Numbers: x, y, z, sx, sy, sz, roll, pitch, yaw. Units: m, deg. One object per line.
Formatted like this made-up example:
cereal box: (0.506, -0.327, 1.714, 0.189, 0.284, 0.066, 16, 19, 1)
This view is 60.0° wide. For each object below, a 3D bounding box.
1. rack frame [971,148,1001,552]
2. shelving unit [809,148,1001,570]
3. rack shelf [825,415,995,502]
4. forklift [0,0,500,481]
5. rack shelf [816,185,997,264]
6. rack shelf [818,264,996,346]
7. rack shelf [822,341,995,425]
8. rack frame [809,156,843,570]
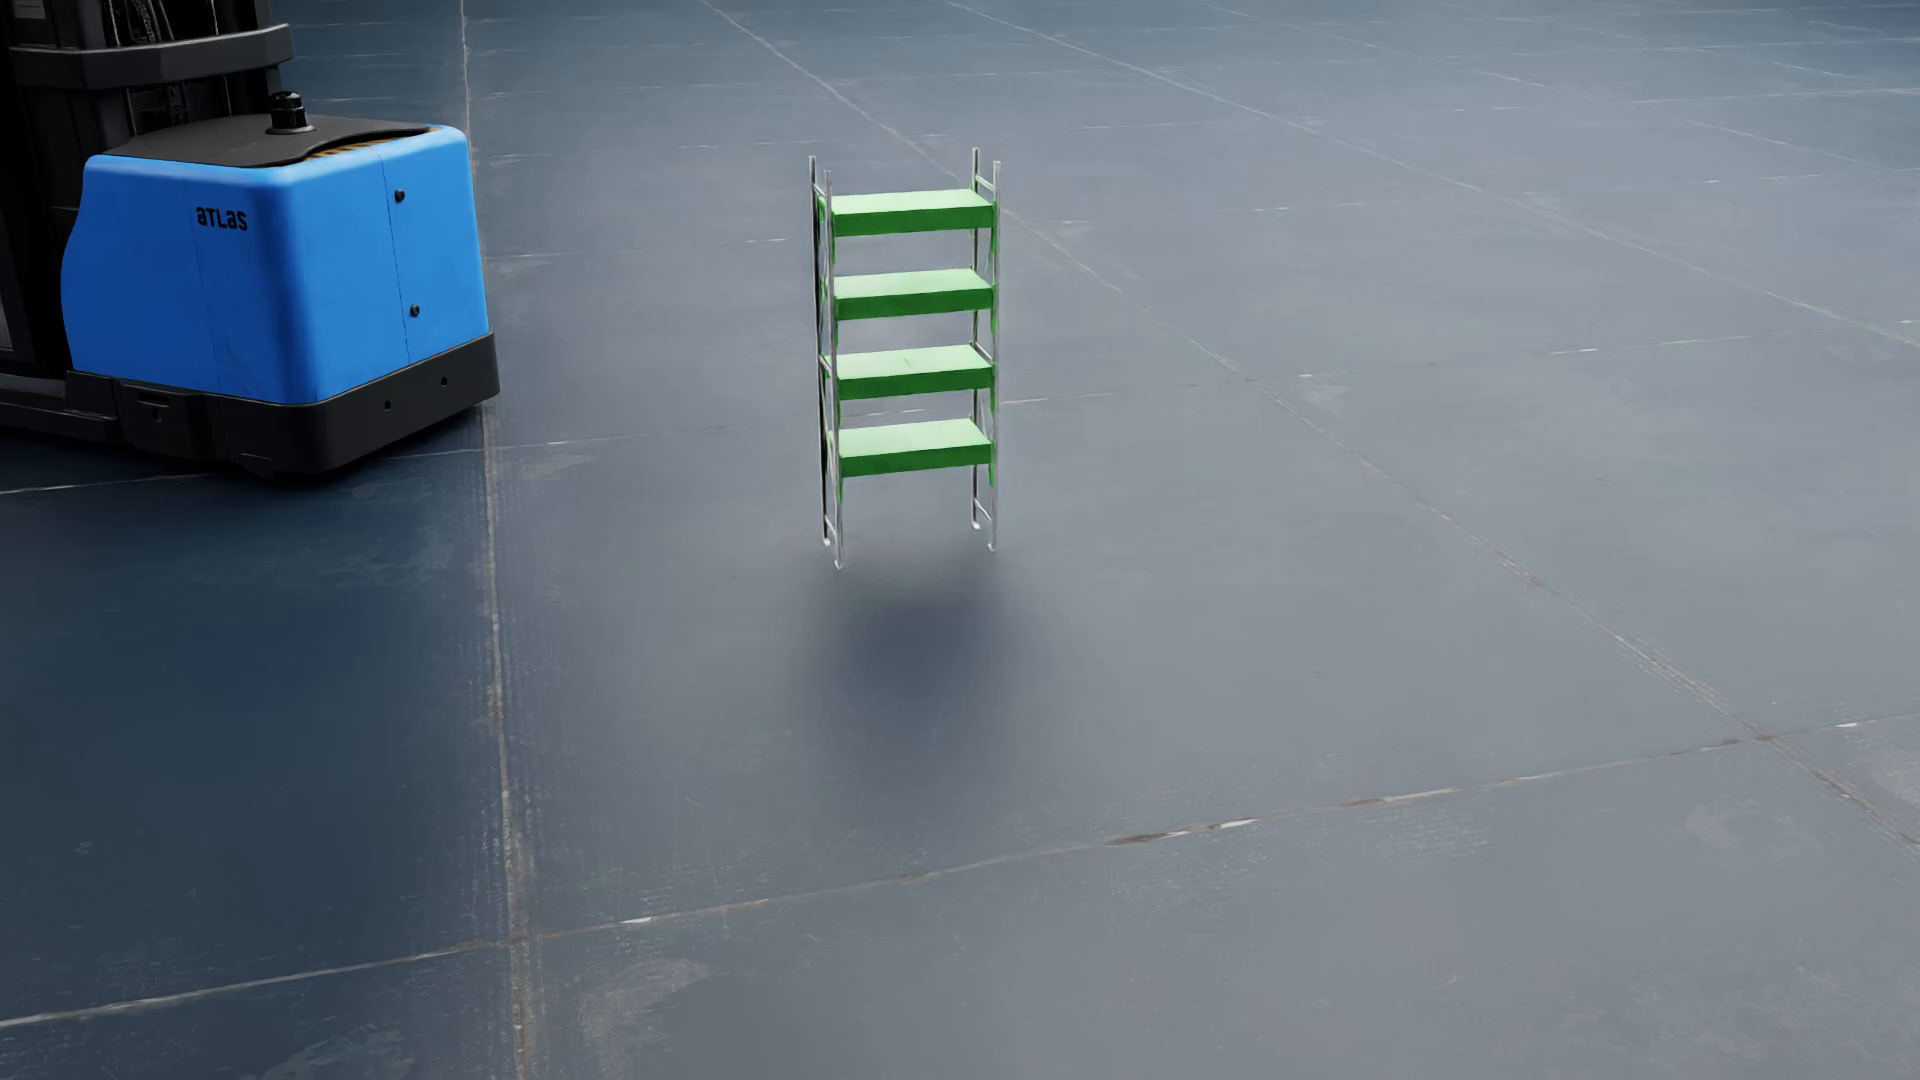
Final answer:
rack frame: (0.076, -0.560, 5.033, 0.015, 1.200, 0.240, -6, 24, -14)
shelving unit: (-0.159, -0.534, 4.972, 0.503, 1.200, 0.258, -6, 24, -14)
rack shelf: (-0.159, -0.254, 5.092, 0.480, 0.148, 0.258, -6, 24, -14)
forklift: (-3.332, -1.915, 5.996, 3.031, 2.935, 1.130, 10, 25, 21)
rack shelf: (-0.159, -0.916, 4.808, 0.480, 0.148, 0.258, -6, 24, -14)
rack shelf: (-0.159, -0.696, 4.903, 0.480, 0.148, 0.258, -6, 24, -14)
rack shelf: (-0.159, -0.475, 4.998, 0.480, 0.148, 0.258, -6, 24, -14)
rack frame: (-0.394, -0.508, 4.912, 0.015, 1.200, 0.240, -6, 24, -14)
